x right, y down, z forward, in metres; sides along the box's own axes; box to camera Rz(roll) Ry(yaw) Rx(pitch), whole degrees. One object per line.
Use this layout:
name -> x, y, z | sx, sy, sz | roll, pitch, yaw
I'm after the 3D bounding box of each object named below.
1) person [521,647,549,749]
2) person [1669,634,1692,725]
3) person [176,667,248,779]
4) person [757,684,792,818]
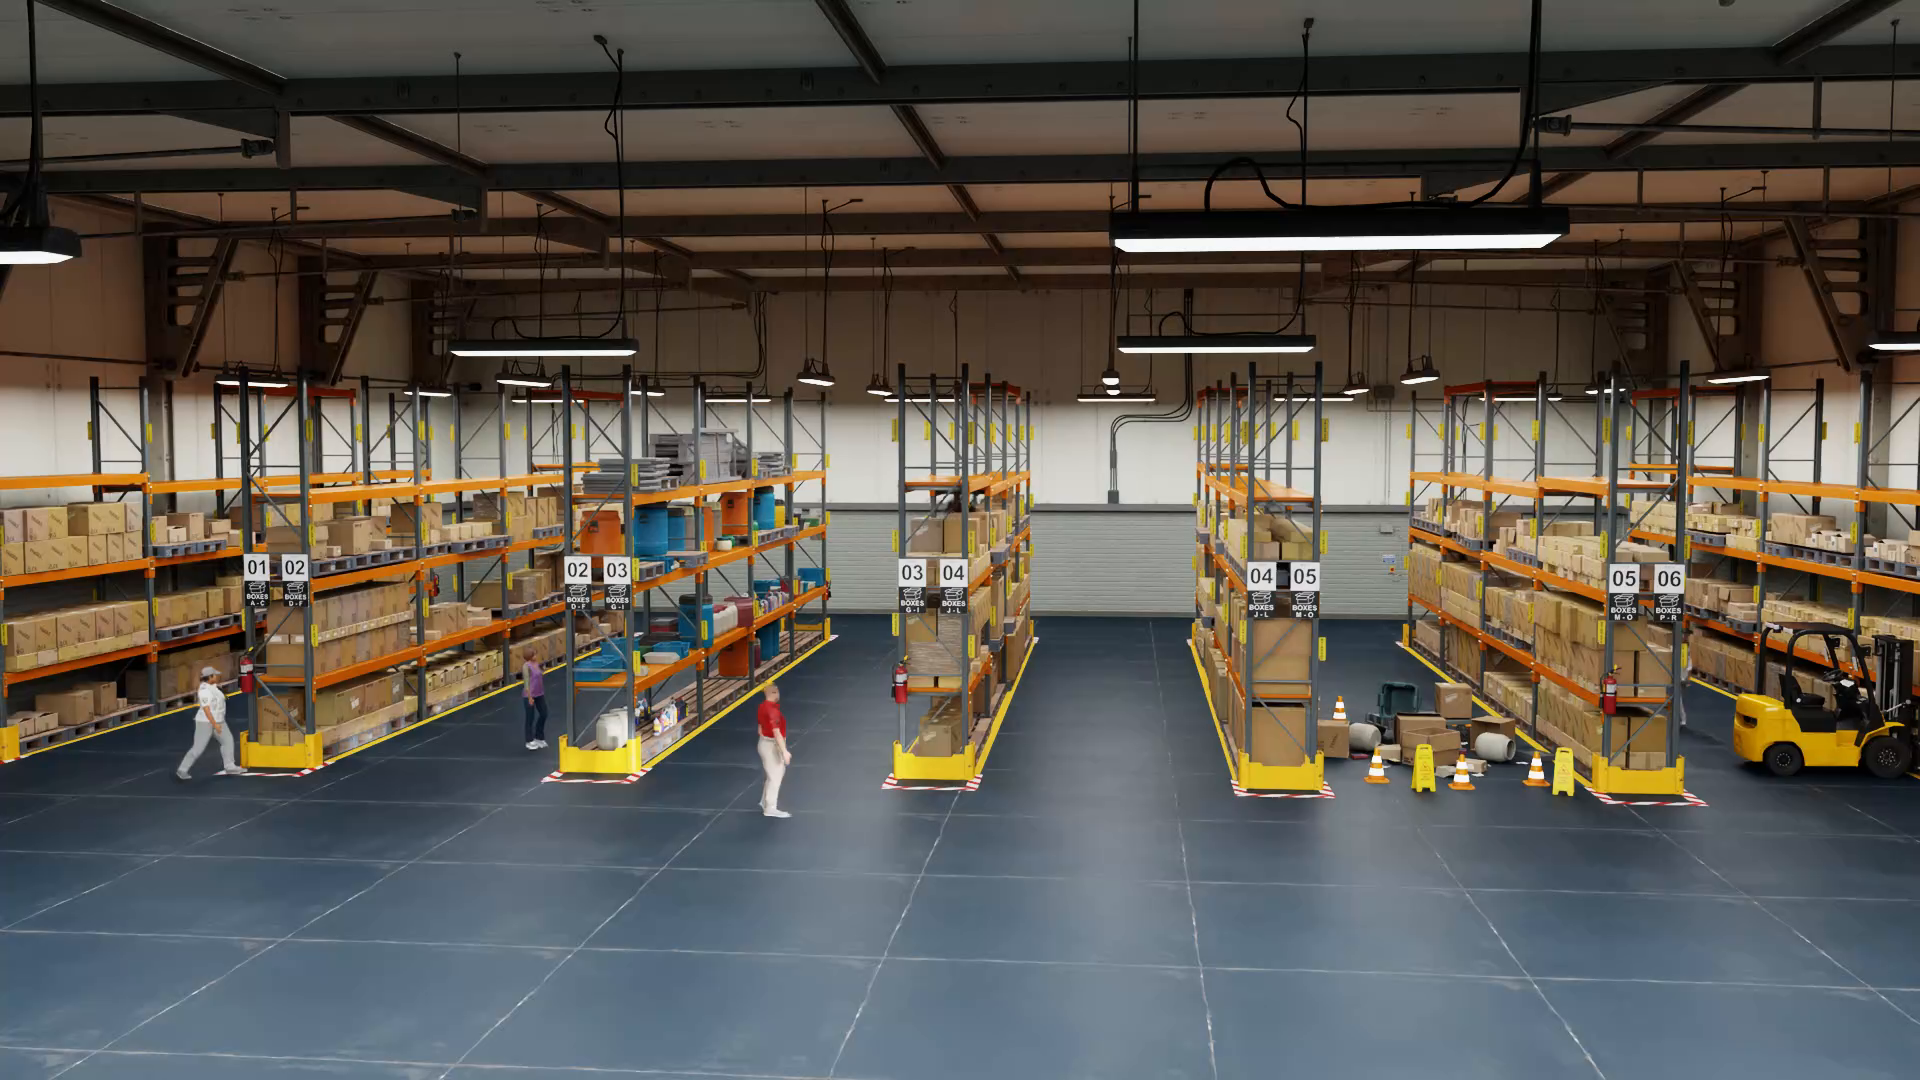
person -> -6.789, 2.533, 26.450 | 0.360, 1.630, 0.429 | 2, 4, 30
person -> 12.289, 2.368, 28.522 | 0.511, 1.564, 0.890 | 0, 4, 1
person -> -10.905, 2.641, 24.172 | 0.876, 1.621, 0.625 | 0, 4, -3
person -> -2.434, 2.782, 21.778 | 0.392, 1.790, 0.605 | -1, 4, -15
